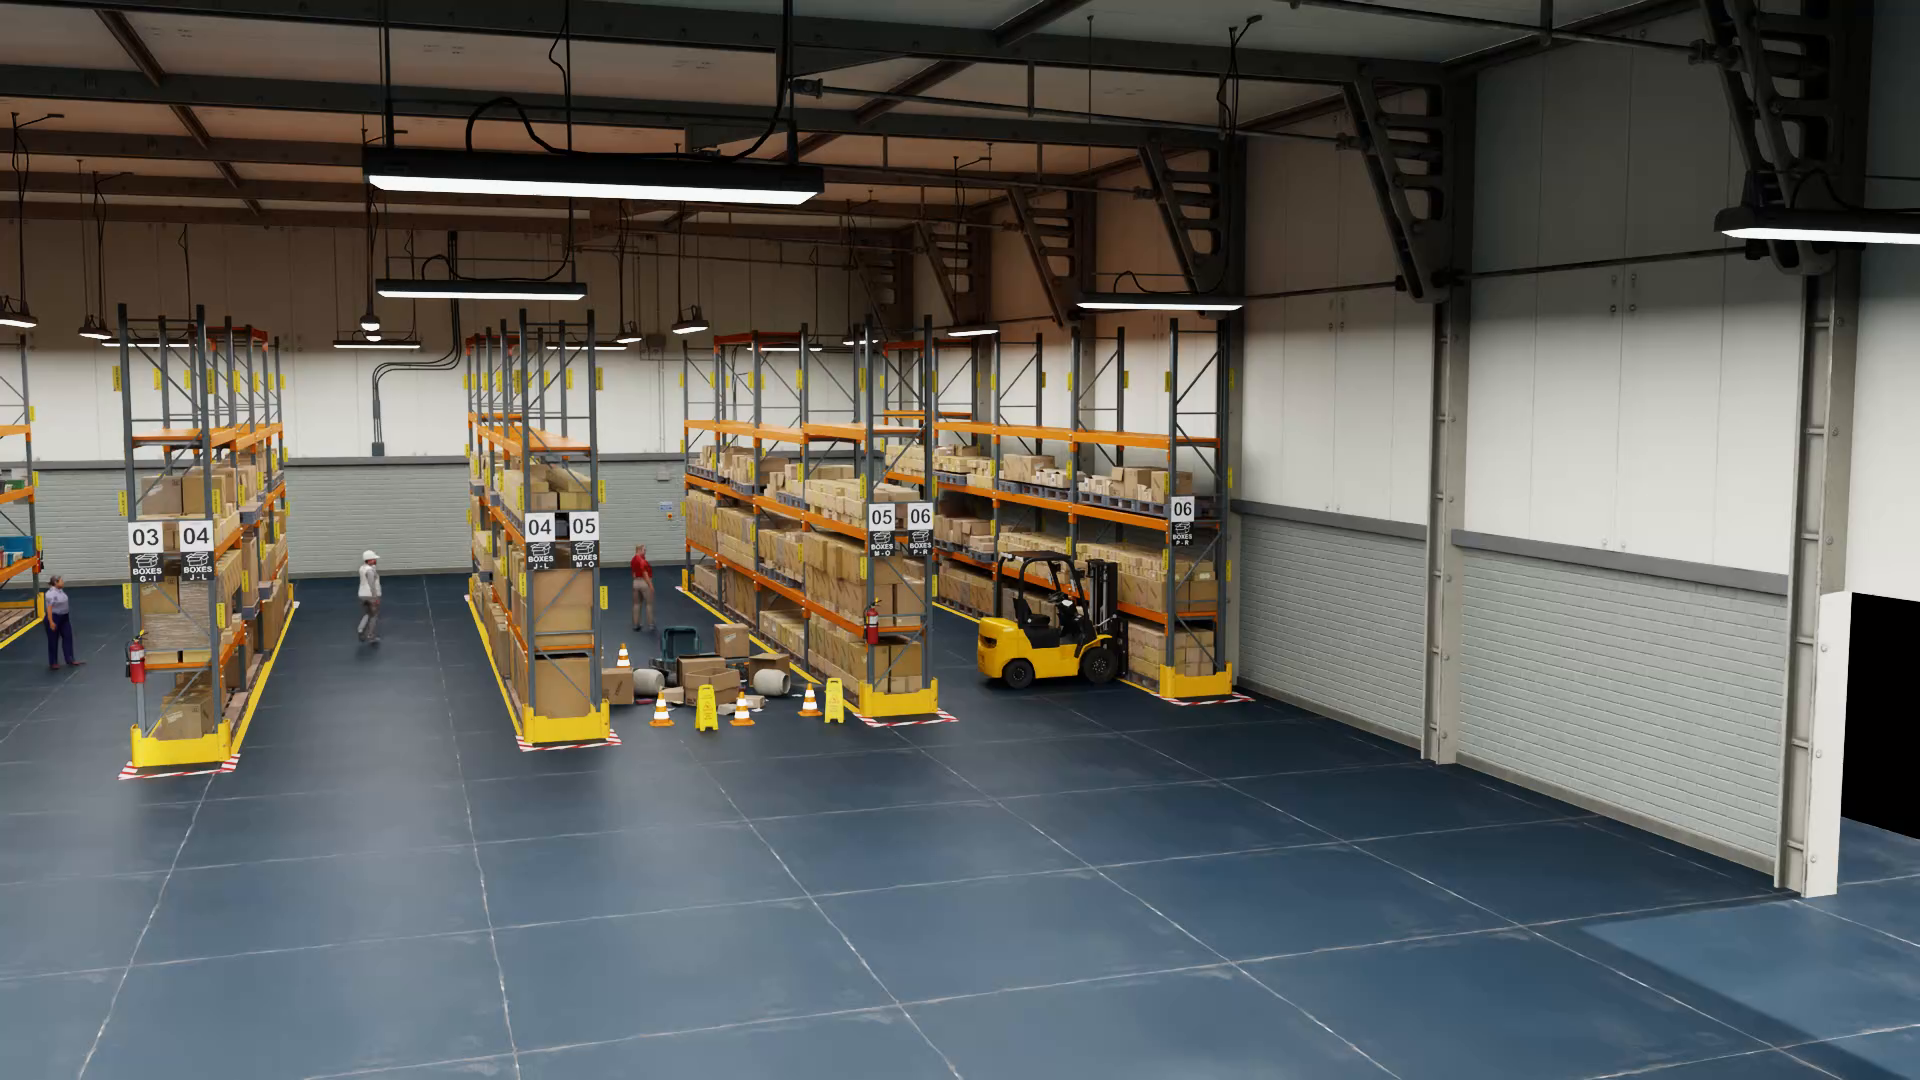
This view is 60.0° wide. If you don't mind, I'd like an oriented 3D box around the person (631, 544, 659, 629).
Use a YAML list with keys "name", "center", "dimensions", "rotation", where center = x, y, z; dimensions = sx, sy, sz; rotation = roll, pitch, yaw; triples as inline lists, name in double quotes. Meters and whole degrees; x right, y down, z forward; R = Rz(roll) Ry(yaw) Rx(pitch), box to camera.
- name: "person"
  center: [-6.417, 0.948, 33.740]
  dimensions: [0.613, 1.727, 0.453]
  rotation: [3, 6, 30]

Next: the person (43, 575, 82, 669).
- name: "person"
  center: [-15.794, 1.428, 29.176]
  dimensions: [0.421, 1.651, 0.542]
  rotation: [2, 6, 15]

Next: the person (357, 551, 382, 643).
- name: "person"
  center: [-11.344, 1.082, 31.881]
  dimensions: [0.526, 1.768, 0.481]
  rotation: [2, 6, 21]
